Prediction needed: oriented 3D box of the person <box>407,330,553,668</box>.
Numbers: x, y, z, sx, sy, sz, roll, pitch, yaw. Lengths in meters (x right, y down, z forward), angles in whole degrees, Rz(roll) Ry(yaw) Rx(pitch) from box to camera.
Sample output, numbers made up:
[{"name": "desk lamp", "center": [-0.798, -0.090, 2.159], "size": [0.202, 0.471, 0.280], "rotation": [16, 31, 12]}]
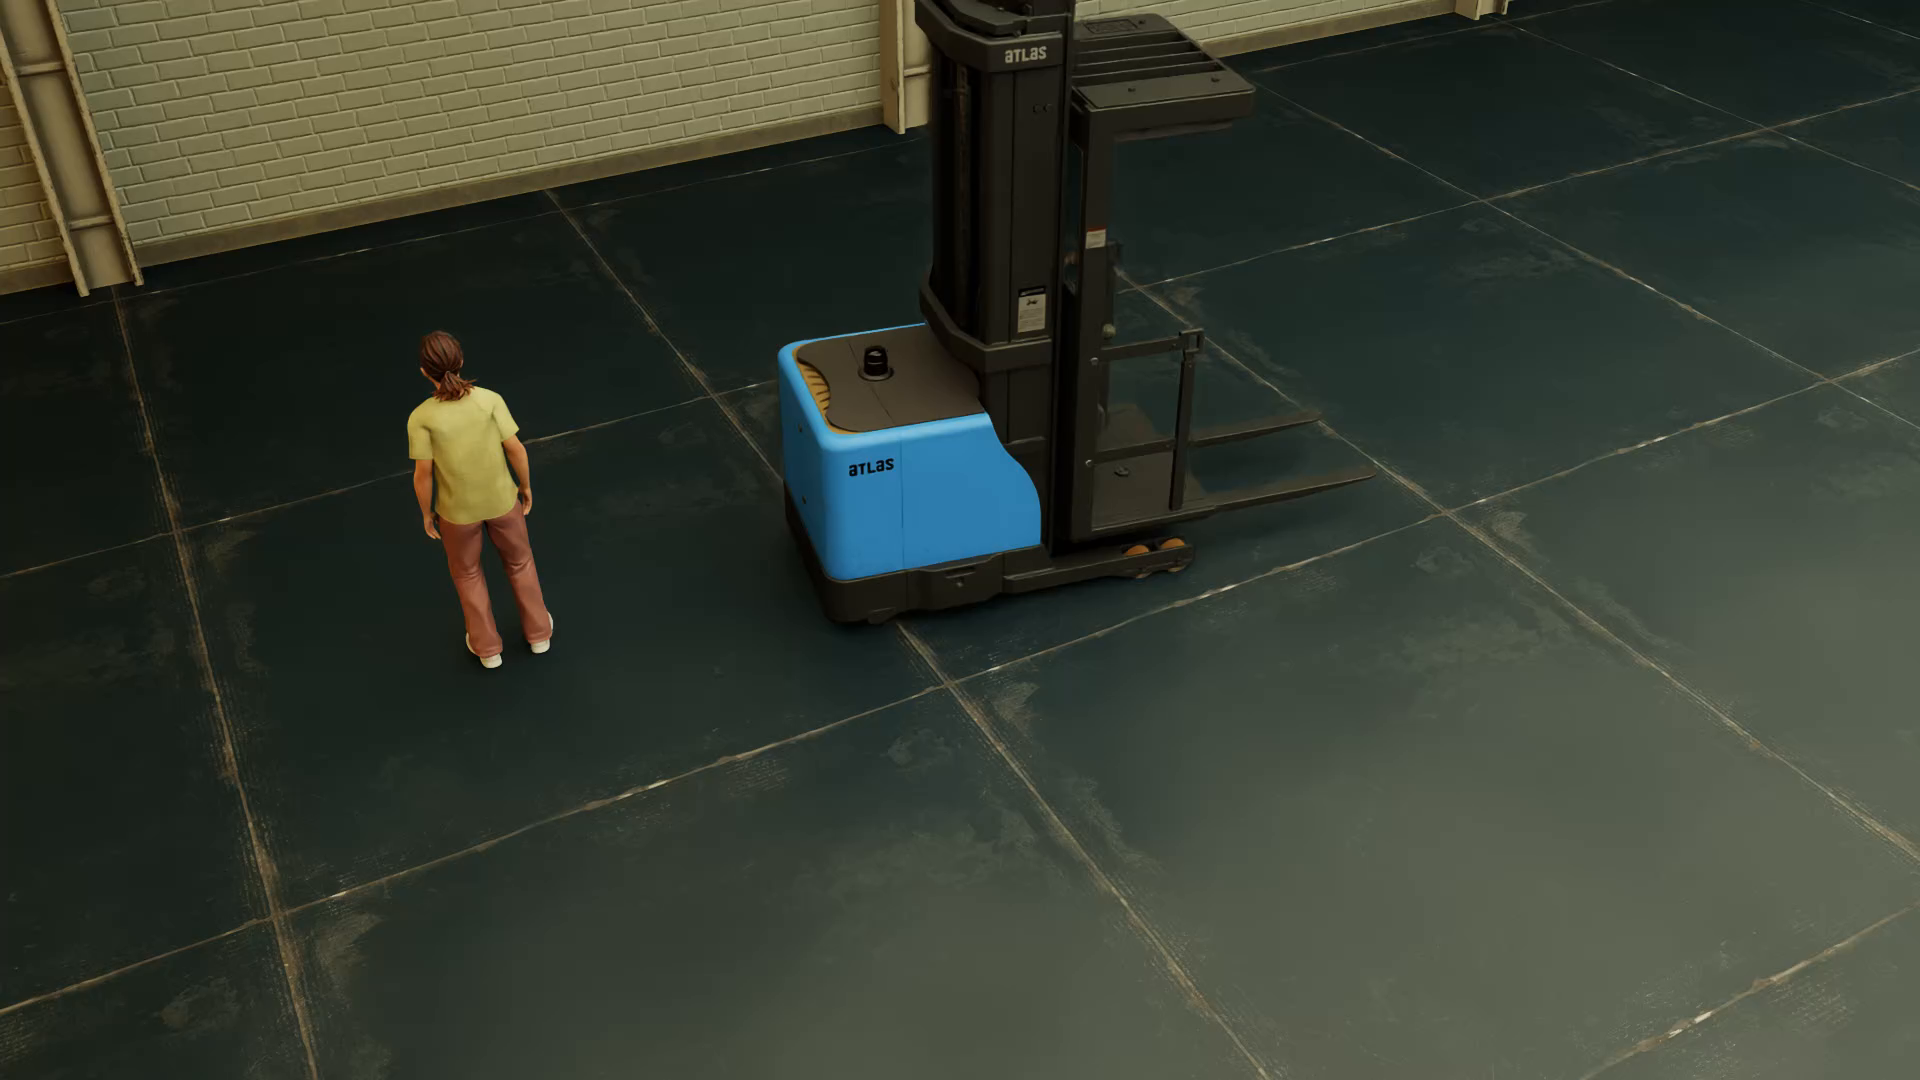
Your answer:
[{"name": "person", "center": [-2.162, -0.162, 7.445], "size": [0.507, 1.671, 0.360], "rotation": [-16, 38, -21]}]

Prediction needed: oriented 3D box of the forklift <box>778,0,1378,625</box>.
[{"name": "forklift", "center": [0.667, -1.282, 7.937], "size": [3.031, 2.935, 1.130], "rotation": [-10, 37, -14]}]
